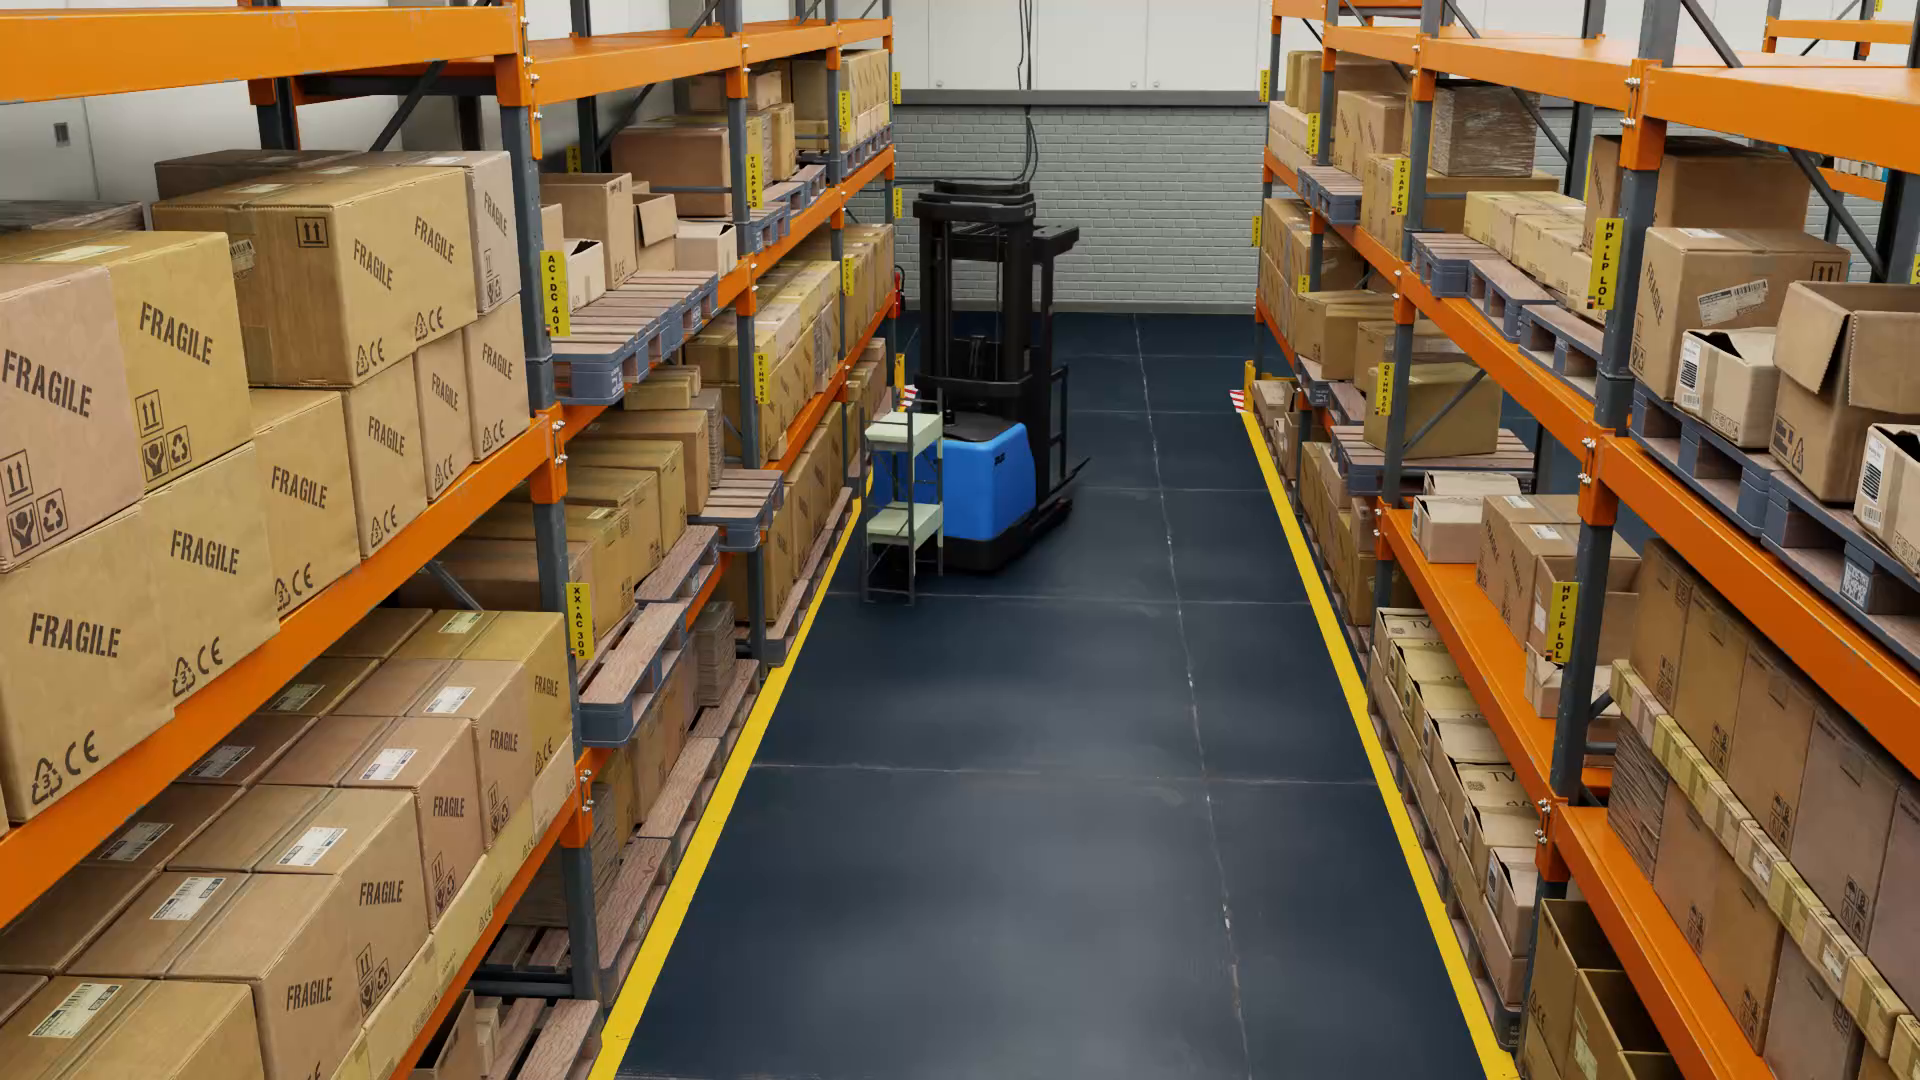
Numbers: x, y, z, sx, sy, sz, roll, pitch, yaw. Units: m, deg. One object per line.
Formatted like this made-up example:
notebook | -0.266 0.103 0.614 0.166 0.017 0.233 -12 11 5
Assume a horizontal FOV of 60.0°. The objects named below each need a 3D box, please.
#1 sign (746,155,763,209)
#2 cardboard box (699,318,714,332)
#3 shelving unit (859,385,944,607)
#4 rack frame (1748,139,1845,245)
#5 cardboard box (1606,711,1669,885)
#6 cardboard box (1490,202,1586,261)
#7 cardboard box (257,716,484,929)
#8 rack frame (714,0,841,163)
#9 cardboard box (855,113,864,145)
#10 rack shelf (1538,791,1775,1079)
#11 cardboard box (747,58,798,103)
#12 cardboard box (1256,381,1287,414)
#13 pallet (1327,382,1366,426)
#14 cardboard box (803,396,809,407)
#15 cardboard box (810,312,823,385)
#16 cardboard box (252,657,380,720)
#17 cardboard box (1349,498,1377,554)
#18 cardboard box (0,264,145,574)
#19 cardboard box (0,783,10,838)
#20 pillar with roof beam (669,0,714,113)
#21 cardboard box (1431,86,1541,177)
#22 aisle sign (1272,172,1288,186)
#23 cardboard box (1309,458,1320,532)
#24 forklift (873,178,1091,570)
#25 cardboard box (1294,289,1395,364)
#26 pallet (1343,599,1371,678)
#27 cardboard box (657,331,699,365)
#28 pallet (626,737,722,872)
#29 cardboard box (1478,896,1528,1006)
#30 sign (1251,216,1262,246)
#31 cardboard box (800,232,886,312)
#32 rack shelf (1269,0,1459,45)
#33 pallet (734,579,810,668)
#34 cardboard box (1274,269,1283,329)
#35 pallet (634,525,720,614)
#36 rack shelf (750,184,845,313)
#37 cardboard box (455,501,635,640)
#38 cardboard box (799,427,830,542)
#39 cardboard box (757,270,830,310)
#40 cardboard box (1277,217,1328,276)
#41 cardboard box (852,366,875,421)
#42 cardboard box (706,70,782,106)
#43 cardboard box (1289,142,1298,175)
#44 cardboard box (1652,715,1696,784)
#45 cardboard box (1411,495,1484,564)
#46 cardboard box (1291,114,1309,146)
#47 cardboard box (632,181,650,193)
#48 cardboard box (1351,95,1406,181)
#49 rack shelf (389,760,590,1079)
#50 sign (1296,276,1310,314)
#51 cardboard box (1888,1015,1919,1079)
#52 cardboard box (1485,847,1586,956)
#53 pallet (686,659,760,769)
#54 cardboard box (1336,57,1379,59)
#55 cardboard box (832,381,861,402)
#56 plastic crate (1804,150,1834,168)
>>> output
sign | -1.251 -2.171 10.083 0.100 0.325 0.005 1 18 4
cardboard box | -1.977 -1.375 11.426 0.500 0.250 0.500 1 18 2
shelving unit | -0.432 -0.343 12.560 0.431 1.500 0.755 5 19 16
rack frame | 8.663 -2.776 17.577 1.000 3.000 0.127 1 18 4
cardboard box | 2.837 0.930 6.108 0.700 0.500 0.500 1 18 2
cardboard box | 3.154 -1.651 8.895 0.500 0.250 0.500 2 18 5
cardboard box | -1.881 0.900 5.363 0.500 0.500 0.500 1 18 2
rack frame | -1.505 -4.606 13.527 1.000 3.000 0.127 1 18 4
cardboard box | -1.142 -3.723 15.055 0.500 0.250 0.500 1 18 3
rack shelf | 2.719 1.802 4.761 1.077 0.370 4.000 1 18 4
cardboard box | -1.687 -3.934 14.498 0.500 0.500 0.500 1 18 3
cardboard box | 3.365 -1.472 17.308 0.500 0.250 0.500 1 18 4
pallet | 3.284 -0.916 12.209 1.003 0.211 1.213 1 18 4
cardboard box | -1.382 -1.140 12.956 0.380 0.149 0.250 1 18 2
cardboard box | -1.358 -1.490 12.981 0.500 0.500 0.500 1 18 4
cardboard box | -2.361 0.737 5.860 0.500 0.500 0.500 1 18 4
cardboard box | 2.982 -0.094 11.496 0.500 0.250 0.500 2 18 6
cardboard box | -2.009 -0.254 3.266 0.500 0.500 0.500 1 18 3
cardboard box | -2.092 0.391 2.901 0.500 0.500 0.500 2 18 5
pillar with roof beam | 1.976 -4.746 13.956 9.100 9.000 0.400 1 18 4
cardboard box | 3.187 -2.486 10.110 0.500 0.500 0.500 1 18 4
aisle sign | 3.435 -4.151 17.598 0.394 0.787 0.004 1 18 4
cardboard box | 3.131 -0.356 13.500 0.500 0.500 0.500 2 18 5
forklift | 0.333 -1.576 14.026 1.130 2.935 3.031 7 20 21
cardboard box | 3.179 -1.750 13.612 0.700 0.500 0.500 -5 19 -15
pallet | 3.241 0.691 11.475 1.003 0.211 1.213 1 18 4
cardboard box | -2.018 -1.214 10.935 0.500 0.250 0.500 2 18 5
pallet | -1.939 1.433 9.210 1.003 0.211 1.213 1 18 4
cardboard box | 2.603 1.811 7.320 0.500 0.250 0.500 1 18 3
sign | 3.182 -3.311 17.820 0.100 0.325 0.005 1 18 4
cardboard box | -1.286 -2.755 17.031 0.980 0.700 0.700 1 18 3
rack shelf | 3.580 -4.774 15.201 1.077 0.370 4.000 1 18 4
pallet | -1.660 0.570 11.846 1.003 0.211 1.213 1 18 4
cardboard box | 3.320 -2.332 16.062 0.500 0.500 0.500 2 18 5
pallet | -1.893 0.194 8.820 1.003 0.211 1.213 1 18 4
rack shelf | -1.648 -2.217 12.210 1.077 0.370 4.000 1 18 4
cardboard box | -1.961 0.143 7.803 0.700 0.500 0.500 3 18 10
cardboard box | -1.483 -0.452 13.263 0.750 0.750 0.750 2 18 6
cardboard box | -1.329 -2.000 13.335 0.500 0.250 0.500 2 18 5
cardboard box | 3.322 -2.803 15.893 0.500 0.500 0.500 1 18 3
cardboard box | -1.240 -1.478 16.955 0.700 0.500 0.500 1 18 2
cardboard box | -1.699 -3.523 12.968 0.500 0.250 0.500 3 18 8
cardboard box | 3.280 -3.467 15.110 0.500 0.250 0.500 1 18 4
cardboard box | 2.616 0.721 5.704 0.380 0.149 0.250 1 18 2
cardboard box | 2.892 -0.087 9.515 0.500 0.311 0.500 1 18 3
cardboard box | 3.278 -3.705 15.032 0.500 0.250 0.500 1 18 4
cardboard box | -2.073 -1.776 9.517 0.500 0.500 0.500 1 18 4
cardboard box | 3.302 -3.002 12.456 0.600 0.600 0.600 1 18 3
rack shelf | -2.222 1.693 5.095 1.077 0.370 4.000 1 18 4
sign | 2.895 -2.066 14.022 0.100 0.325 0.005 1 18 4
cardboard box | 2.488 1.283 3.989 0.380 0.149 0.250 2 18 6
cardboard box | 2.606 1.548 7.223 0.500 0.311 0.500 1 18 4
pallet | -1.849 1.055 10.363 1.003 0.211 1.213 1 18 4
cardboard box | 3.640 -4.053 14.891 0.700 0.500 0.500 1 18 4
cardboard box | -1.142 -1.407 15.698 0.380 0.149 0.250 2 18 6
plastic crate | 8.280 -3.703 15.691 0.504 0.338 0.767 1 18 4
